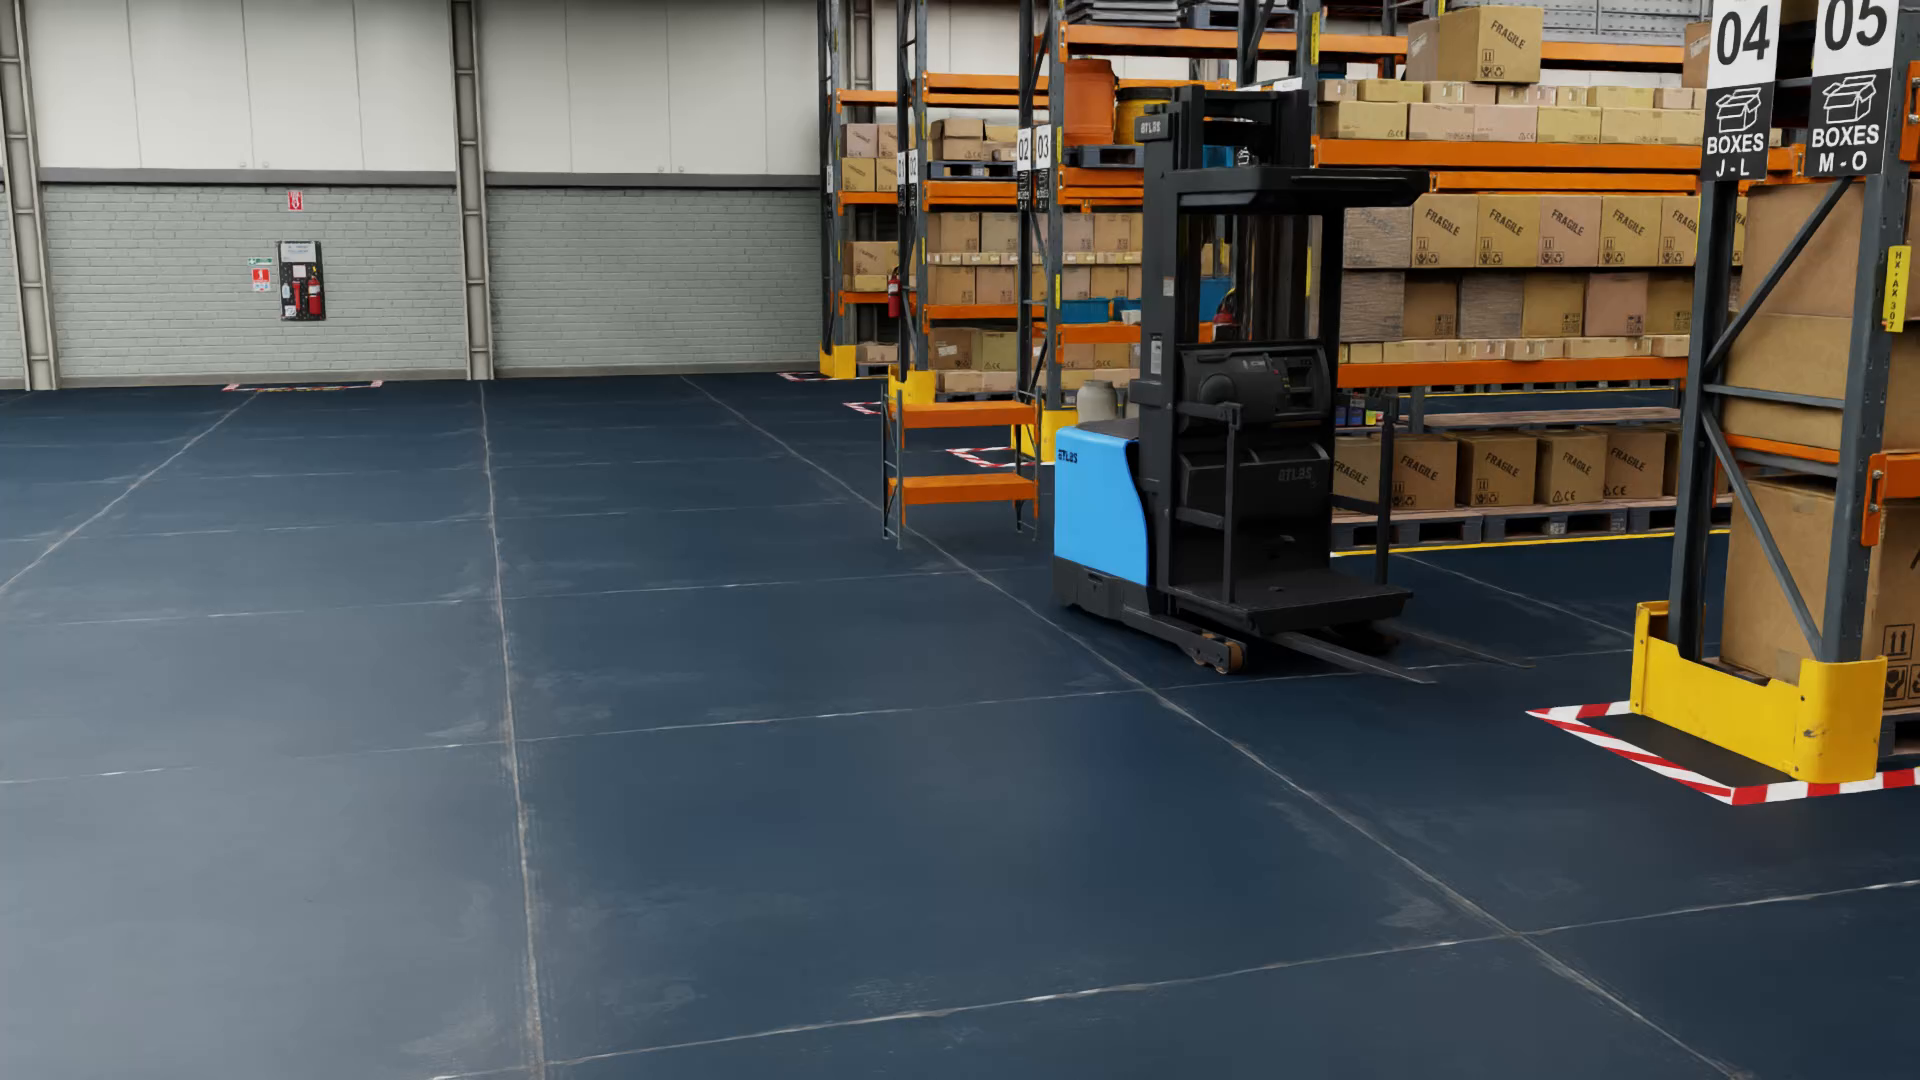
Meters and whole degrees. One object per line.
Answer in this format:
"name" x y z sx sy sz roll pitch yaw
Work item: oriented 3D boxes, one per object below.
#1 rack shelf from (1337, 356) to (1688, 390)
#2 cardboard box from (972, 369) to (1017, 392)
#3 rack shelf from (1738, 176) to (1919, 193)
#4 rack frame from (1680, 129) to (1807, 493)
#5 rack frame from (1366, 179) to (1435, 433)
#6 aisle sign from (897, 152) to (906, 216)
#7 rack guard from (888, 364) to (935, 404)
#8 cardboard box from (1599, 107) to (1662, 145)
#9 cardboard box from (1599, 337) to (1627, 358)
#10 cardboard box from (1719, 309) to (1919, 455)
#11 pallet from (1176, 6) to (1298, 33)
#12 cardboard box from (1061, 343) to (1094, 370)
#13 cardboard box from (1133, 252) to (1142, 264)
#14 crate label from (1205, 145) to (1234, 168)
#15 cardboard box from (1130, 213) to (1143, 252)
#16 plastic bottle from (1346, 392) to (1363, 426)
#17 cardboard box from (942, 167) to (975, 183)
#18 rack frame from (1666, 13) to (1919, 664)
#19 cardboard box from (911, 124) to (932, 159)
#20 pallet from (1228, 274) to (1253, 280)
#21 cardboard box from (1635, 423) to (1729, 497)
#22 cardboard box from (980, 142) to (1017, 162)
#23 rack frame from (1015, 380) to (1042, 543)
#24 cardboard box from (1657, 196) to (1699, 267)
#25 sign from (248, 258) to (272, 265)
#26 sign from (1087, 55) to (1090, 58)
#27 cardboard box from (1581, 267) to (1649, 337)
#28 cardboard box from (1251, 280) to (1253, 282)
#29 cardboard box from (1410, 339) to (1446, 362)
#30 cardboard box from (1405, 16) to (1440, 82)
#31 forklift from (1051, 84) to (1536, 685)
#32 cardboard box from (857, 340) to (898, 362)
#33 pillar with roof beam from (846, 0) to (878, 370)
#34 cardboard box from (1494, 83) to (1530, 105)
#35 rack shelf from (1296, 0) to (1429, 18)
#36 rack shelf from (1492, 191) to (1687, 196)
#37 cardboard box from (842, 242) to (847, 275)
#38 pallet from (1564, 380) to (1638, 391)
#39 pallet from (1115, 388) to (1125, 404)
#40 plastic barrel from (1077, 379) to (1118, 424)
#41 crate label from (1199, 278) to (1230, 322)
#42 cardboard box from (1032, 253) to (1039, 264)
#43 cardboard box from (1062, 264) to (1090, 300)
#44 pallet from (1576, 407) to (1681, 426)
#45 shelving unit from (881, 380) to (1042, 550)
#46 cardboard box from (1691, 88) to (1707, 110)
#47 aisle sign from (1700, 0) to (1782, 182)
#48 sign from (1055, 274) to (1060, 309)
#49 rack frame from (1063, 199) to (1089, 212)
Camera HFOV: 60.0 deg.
"rack shelf" 4.086 -1.214 12.341 4.000 0.370 1.077 -3 11 -16
"cardboard box" 0.457 -2.057 21.370 0.500 0.250 0.500 -3 11 -16
"rack shelf" 10.383 -3.955 18.945 4.000 0.370 1.077 -3 11 -16
"rack frame" 6.007 -1.669 12.825 0.127 3.000 1.000 -3 11 -16
"rack frame" 4.622 -2.530 17.502 0.127 3.000 1.000 -3 11 -16
"aisle sign" -0.744 -4.515 21.105 0.004 0.787 0.394 -3 11 -16
"rack guard" -0.622 -1.958 21.301 0.348 0.500 1.175 -3 11 -16
"cardboard box" 4.650 -2.950 11.917 0.500 0.250 0.500 -3 11 -16
"cardboard box" 4.668 -1.428 12.215 0.250 0.149 0.380 -3 11 -16
"cardboard box" 3.799 -0.699 7.146 0.550 0.550 0.875 -3 11 -16
"pallet" 2.665 -5.082 16.421 1.213 0.211 1.003 -3 11 -16
"cardboard box" 1.419 -2.475 21.571 0.500 0.500 0.500 -3 11 -16
"cardboard box" 2.300 -3.669 21.622 0.250 0.149 0.380 -3 11 -16
"crate label" 2.671 -3.767 16.347 0.408 0.251 0.502 -3 11 -16
"cardboard box" 2.332 -4.029 21.786 0.500 0.500 0.700 -3 11 -16
"plastic bottle" 4.084 -1.361 17.253 0.185 0.351 0.144 -3 11 -17
"cardboard box" -0.065 -5.636 25.759 0.500 0.500 0.500 -2 11 -12
"rack frame" 3.455 -0.599 7.014 0.127 3.000 1.000 -3 11 -16
"cardboard box" -0.565 -6.097 25.503 0.500 0.500 0.500 -3 11 -14
"pallet" 5.039 -4.305 27.678 1.003 0.211 1.213 -3 11 -16
"cardboard box" 5.611 -0.633 12.942 0.500 0.500 0.500 -3 11 -18
"cardboard box" 0.433 -4.969 21.338 0.500 0.250 0.500 -3 11 -16
"rack frame" 0.495 -0.579 12.086 0.032 1.125 0.500 -3 11 -16
"cardboard box" 5.172 -2.260 12.177 0.500 0.500 0.500 -3 11 -16
"sign" -10.254 -4.080 24.362 0.331 0.109 0.001 -3 11 -16
"sign" 1.987 -7.605 25.705 0.005 0.325 0.100 -3 11 -16
"cardboard box" 4.615 -1.790 12.387 0.500 0.500 0.875 -3 11 -16
"cardboard box" 4.034 -3.401 22.608 0.258 0.266 0.396 -3 11 -17
"cardboard box" 3.230 -1.351 11.795 0.250 0.149 0.380 -3 11 -16
"cardboard box" 3.584 -3.505 12.038 0.500 0.500 0.500 -3 11 -16
"forklift" 1.666 -0.857 8.609 1.130 2.935 3.031 -5 12 -27
"cardboard box" -1.298 -2.963 26.067 0.500 0.311 0.500 -4 11 -22
"pillar with roof beam" -0.354 -6.437 22.159 0.400 9.000 9.100 -3 11 -16
"cardboard box" 3.753 -3.097 11.615 0.250 0.149 0.380 -4 11 -19
"rack shelf" 7.614 -8.787 27.728 4.000 0.370 1.077 -3 11 -16
"rack shelf" 9.002 -4.816 23.624 4.000 0.370 1.077 -3 11 -16
"cardboard box" -1.594 -4.415 26.032 0.500 0.500 0.500 -3 11 -17
"pallet" 8.979 -2.314 24.034 1.213 0.211 1.003 -3 11 -16
"pallet" 2.466 -1.987 22.254 1.213 0.211 1.003 -3 11 -16
"plastic barrel" 1.392 -1.357 16.843 0.421 0.512 0.421 0 10 0
"crate label" 2.473 -2.485 17.161 0.616 0.435 0.502 -3 11 -16
"cardboard box" 0.828 -3.592 21.203 0.250 0.149 0.380 -3 11 -18
"cardboard box" 1.338 -3.338 21.617 0.500 0.500 0.700 -3 11 -14
"pallet" 7.708 -1.328 18.678 1.213 0.211 1.003 -3 11 -16
"shelving unit" 0.006 -0.554 11.946 1.048 1.125 0.538 -3 11 -16
"cardboard box" 5.277 -3.174 12.031 0.250 0.149 0.380 -4 11 -19
"aisle sign" 3.303 -1.926 7.043 0.004 0.787 0.394 -3 11 -16
"sign" 0.931 -2.367 15.857 0.005 0.325 0.100 -3 11 -16
"rack frame" 1.853 -4.252 26.857 0.127 3.000 1.000 -3 11 -16
